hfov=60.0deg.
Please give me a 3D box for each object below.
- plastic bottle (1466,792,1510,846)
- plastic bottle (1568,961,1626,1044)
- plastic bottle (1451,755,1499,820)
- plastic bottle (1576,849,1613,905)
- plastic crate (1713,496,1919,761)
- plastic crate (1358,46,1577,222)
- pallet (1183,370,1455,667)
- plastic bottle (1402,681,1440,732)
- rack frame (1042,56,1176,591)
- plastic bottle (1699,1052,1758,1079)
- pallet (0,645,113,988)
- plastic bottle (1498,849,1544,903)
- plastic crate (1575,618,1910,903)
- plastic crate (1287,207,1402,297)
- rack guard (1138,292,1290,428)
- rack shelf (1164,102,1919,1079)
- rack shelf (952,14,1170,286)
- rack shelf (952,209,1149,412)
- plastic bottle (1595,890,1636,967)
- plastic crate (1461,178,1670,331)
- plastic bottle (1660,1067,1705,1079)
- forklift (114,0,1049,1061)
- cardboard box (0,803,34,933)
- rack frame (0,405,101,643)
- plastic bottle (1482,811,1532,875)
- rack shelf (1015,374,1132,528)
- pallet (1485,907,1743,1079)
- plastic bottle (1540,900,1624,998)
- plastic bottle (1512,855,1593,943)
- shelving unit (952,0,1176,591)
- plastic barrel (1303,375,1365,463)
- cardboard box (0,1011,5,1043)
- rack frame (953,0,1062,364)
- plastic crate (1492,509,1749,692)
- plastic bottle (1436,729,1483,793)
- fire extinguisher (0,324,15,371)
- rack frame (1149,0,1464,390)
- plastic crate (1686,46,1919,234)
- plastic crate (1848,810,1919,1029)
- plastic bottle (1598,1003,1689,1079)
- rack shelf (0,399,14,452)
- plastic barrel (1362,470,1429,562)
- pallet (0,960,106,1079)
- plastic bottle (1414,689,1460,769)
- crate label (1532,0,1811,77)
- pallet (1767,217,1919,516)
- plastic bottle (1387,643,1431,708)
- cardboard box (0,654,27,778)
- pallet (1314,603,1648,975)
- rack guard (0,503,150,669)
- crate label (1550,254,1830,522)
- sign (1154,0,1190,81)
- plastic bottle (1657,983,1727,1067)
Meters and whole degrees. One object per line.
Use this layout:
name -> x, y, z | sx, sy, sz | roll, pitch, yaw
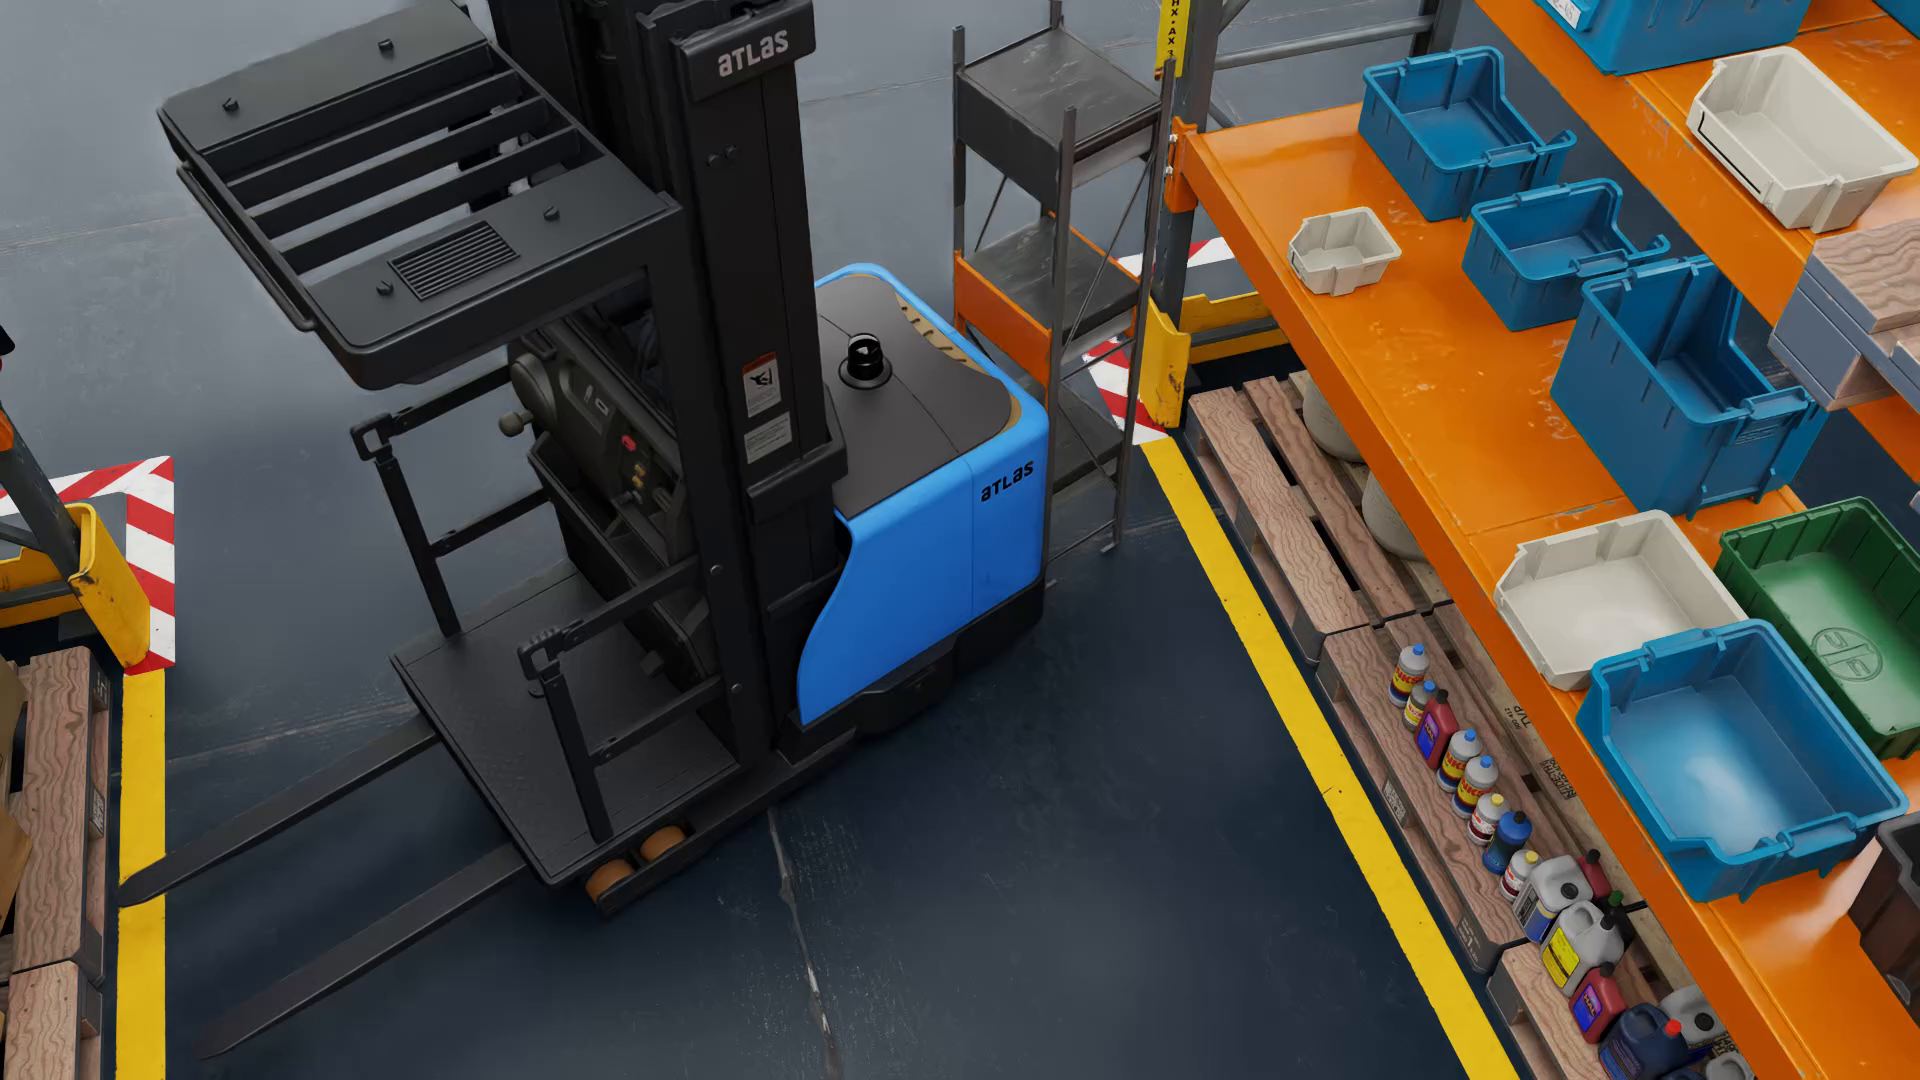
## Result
plastic bottle -> 1.629, 0.849, 5.115 | 0.097, 0.201, 0.097 | 0, 50, 0
plastic bottle -> 1.803, 1.298, 4.683 | 0.061, 0.283, 0.133 | -10, 51, -9
plastic bottle -> 1.600, 0.754, 5.149 | 0.097, 0.271, 0.097 | 0, 50, 0
plastic bottle -> 1.853, 1.028, 4.910 | 0.061, 0.283, 0.133 | -13, 51, -11
plastic crate -> 2.282, 0.232, 4.231 | 0.450, 0.188, 0.662 | -13, 51, -11
plastic crate -> 1.664, -1.356, 5.529 | 0.499, 0.251, 0.616 | -13, 51, -11
pallet -> 1.533, -0.164, 6.250 | 1.003, 0.211, 1.213 | -13, 51, -11
plastic bottle -> 1.500, 0.528, 5.385 | 0.097, 0.201, 0.097 | 0, 50, 0
rack frame -> 0.442, -0.576, 5.362 | 0.400, 2.100, 0.015 | -31, 56, -23
plastic bottle -> 2.085, 1.494, 4.474 | 0.144, 0.351, 0.185 | -13, 51, -11
pallet -> -3.272, 0.974, 5.291 | 1.003, 0.211, 1.213 | -13, 51, -11
plastic bottle -> 1.690, 0.999, 4.989 | 0.097, 0.201, 0.097 | 0, 50, 0
plastic crate -> 1.827, 0.520, 3.947 | 0.499, 0.251, 0.616 | -13, 51, -11
plastic crate -> 1.188, -0.891, 5.211 | 0.298, 0.136, 0.250 | -13, 51, -11
rack guard -> 1.298, -0.851, 6.641 | 1.175, 0.500, 0.348 | -13, 51, -11
rack shelf -> 1.822, -0.009, 4.767 | 1.077, 0.370, 4.000 | -13, 51, -11
rack shelf -> 0.291, -1.165, 4.961 | 0.431, 0.518, 0.480 | -31, 56, -23
rack shelf -> 0.291, -0.714, 5.496 | 0.431, 0.518, 0.480 | -31, 56, -23
plastic bottle -> 1.886, 1.130, 4.824 | 0.061, 0.283, 0.133 | -13, 51, -11
plastic crate -> 1.851, -0.881, 5.128 | 0.499, 0.251, 0.408 | -13, 51, -11
plastic bottle -> 1.948, 1.526, 4.446 | 0.144, 0.351, 0.185 | -15, 51, -12
forklift -> -1.176, -0.239, 4.534 | 3.031, 2.935, 1.130 | -31, 56, -23
cardboard box -> -3.123, 0.977, 4.825 | 0.500, 0.500, 0.500 | -2, 50, -1
rack frame -> -3.501, -0.582, 4.779 | 1.000, 3.000, 0.127 | -13, 51, -11
plastic bottle -> 1.660, 0.902, 5.025 | 0.097, 0.271, 0.097 | 0, 50, 0
rack shelf -> 0.291, -0.263, 6.031 | 0.431, 0.518, 0.480 | -31, 56, -23
pallet -> 2.255, 1.618, 4.748 | 1.003, 0.211, 1.213 | -13, 51, -11
plastic bottle -> 1.795, 1.150, 4.763 | 0.144, 0.351, 0.185 | -14, 51, -11
plastic bottle -> 1.751, 1.055, 4.893 | 0.152, 0.276, 0.135 | -12, 51, -10
shelving unit -> 0.291, -0.723, 5.486 | 0.431, 2.100, 0.503 | -31, 56, -23
plastic barrel -> 1.498, -0.572, 6.123 | 0.421, 0.512, 0.421 | 0, 50, 0
cardboard box -> -2.956, 1.438, 4.436 | 0.500, 0.500, 0.500 | -9, 50, -8
rack frame -> 0.140, -0.869, 5.609 | 0.400, 2.100, 0.015 | -31, 56, -23
plastic crate -> 1.691, 0.176, 4.312 | 0.530, 0.136, 0.437 | -13, 51, -11
plastic bottle -> 1.570, 0.681, 5.211 | 0.097, 0.271, 0.097 | 0, 50, 0
fire extinguisher -> -3.095, -0.745, 4.967 | 0.296, 0.674, 0.183 | -13, 51, -11
rack frame -> 1.230, -1.702, 5.723 | 1.000, 3.000, 0.127 | -13, 51, -11
plastic crate -> 1.552, -0.743, 3.125 | 0.243, 0.136, 0.396 | -13, 51, -11
plastic crate -> 2.380, 0.828, 3.630 | 0.767, 0.338, 0.504 | -13, 51, -11
plastic bottle -> 1.891, 1.386, 4.564 | 0.144, 0.351, 0.185 | -16, 52, -13
rack shelf -> -2.910, 1.110, 3.822 | 1.077, 0.370, 4.000 | -13, 51, -11
plastic barrel -> 1.646, -0.206, 5.814 | 0.421, 0.512, 0.421 | 0, 50, 0
pallet -> -2.915, 1.863, 4.541 | 1.003, 0.211, 1.213 | -13, 51, -11
plastic bottle -> 1.518, 0.596, 5.275 | 0.061, 0.283, 0.133 | -13, 51, -10
crate label -> 1.468, -1.179, 3.417 | 0.502, 0.251, 0.408 | -13, 51, -11
pallet -> 2.107, -0.191, 2.611 | 1.213, 0.211, 1.003 | -13, 51, -11
plastic bottle -> 1.469, 0.430, 5.422 | 0.097, 0.271, 0.097 | 0, 50, 0
cardboard box -> -3.332, 0.548, 5.186 | 0.500, 0.500, 0.500 | -5, 50, -4
pallet -> 1.890, 0.726, 5.500 | 1.003, 0.211, 1.213 | -13, 51, -11
rack guard -> -3.479, 0.279, 5.688 | 1.175, 0.500, 0.348 | -13, 51, -11
crate label -> 2.033, -0.430, 4.628 | 0.502, 0.435, 0.616 | -13, 51, -11
sign -> 0.704, -1.670, 5.515 | 0.100, 0.325, 0.005 | -13, 51, -11
plastic bottle -> 2.025, 1.358, 4.637 | 0.152, 0.276, 0.135 | -13, 51, -11
